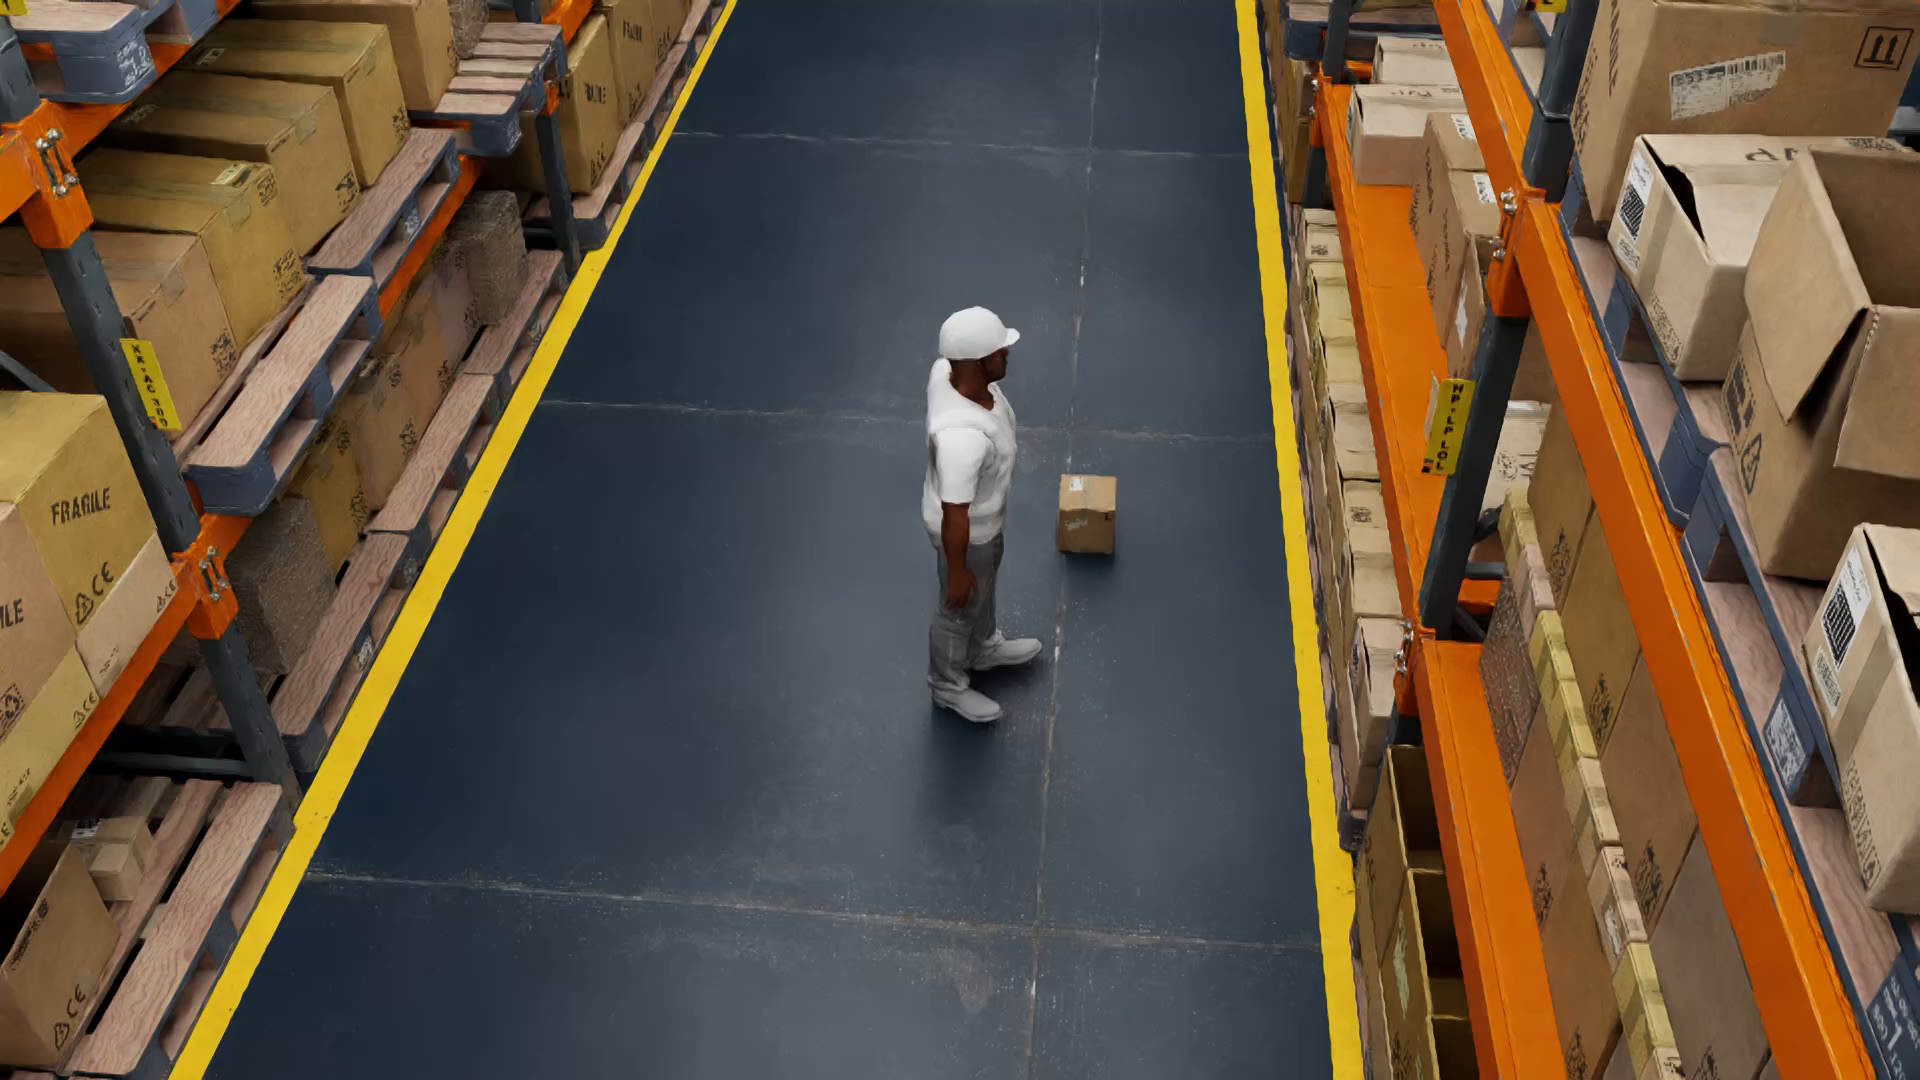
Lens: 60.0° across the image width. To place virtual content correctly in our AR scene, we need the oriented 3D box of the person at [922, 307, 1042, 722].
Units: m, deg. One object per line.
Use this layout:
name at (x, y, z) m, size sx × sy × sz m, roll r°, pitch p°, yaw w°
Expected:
person at (0.096, -0.080, 6.202) m, size 0.479 × 1.770 × 0.682 m, roll 1°, pitch 40°, yaw 1°
